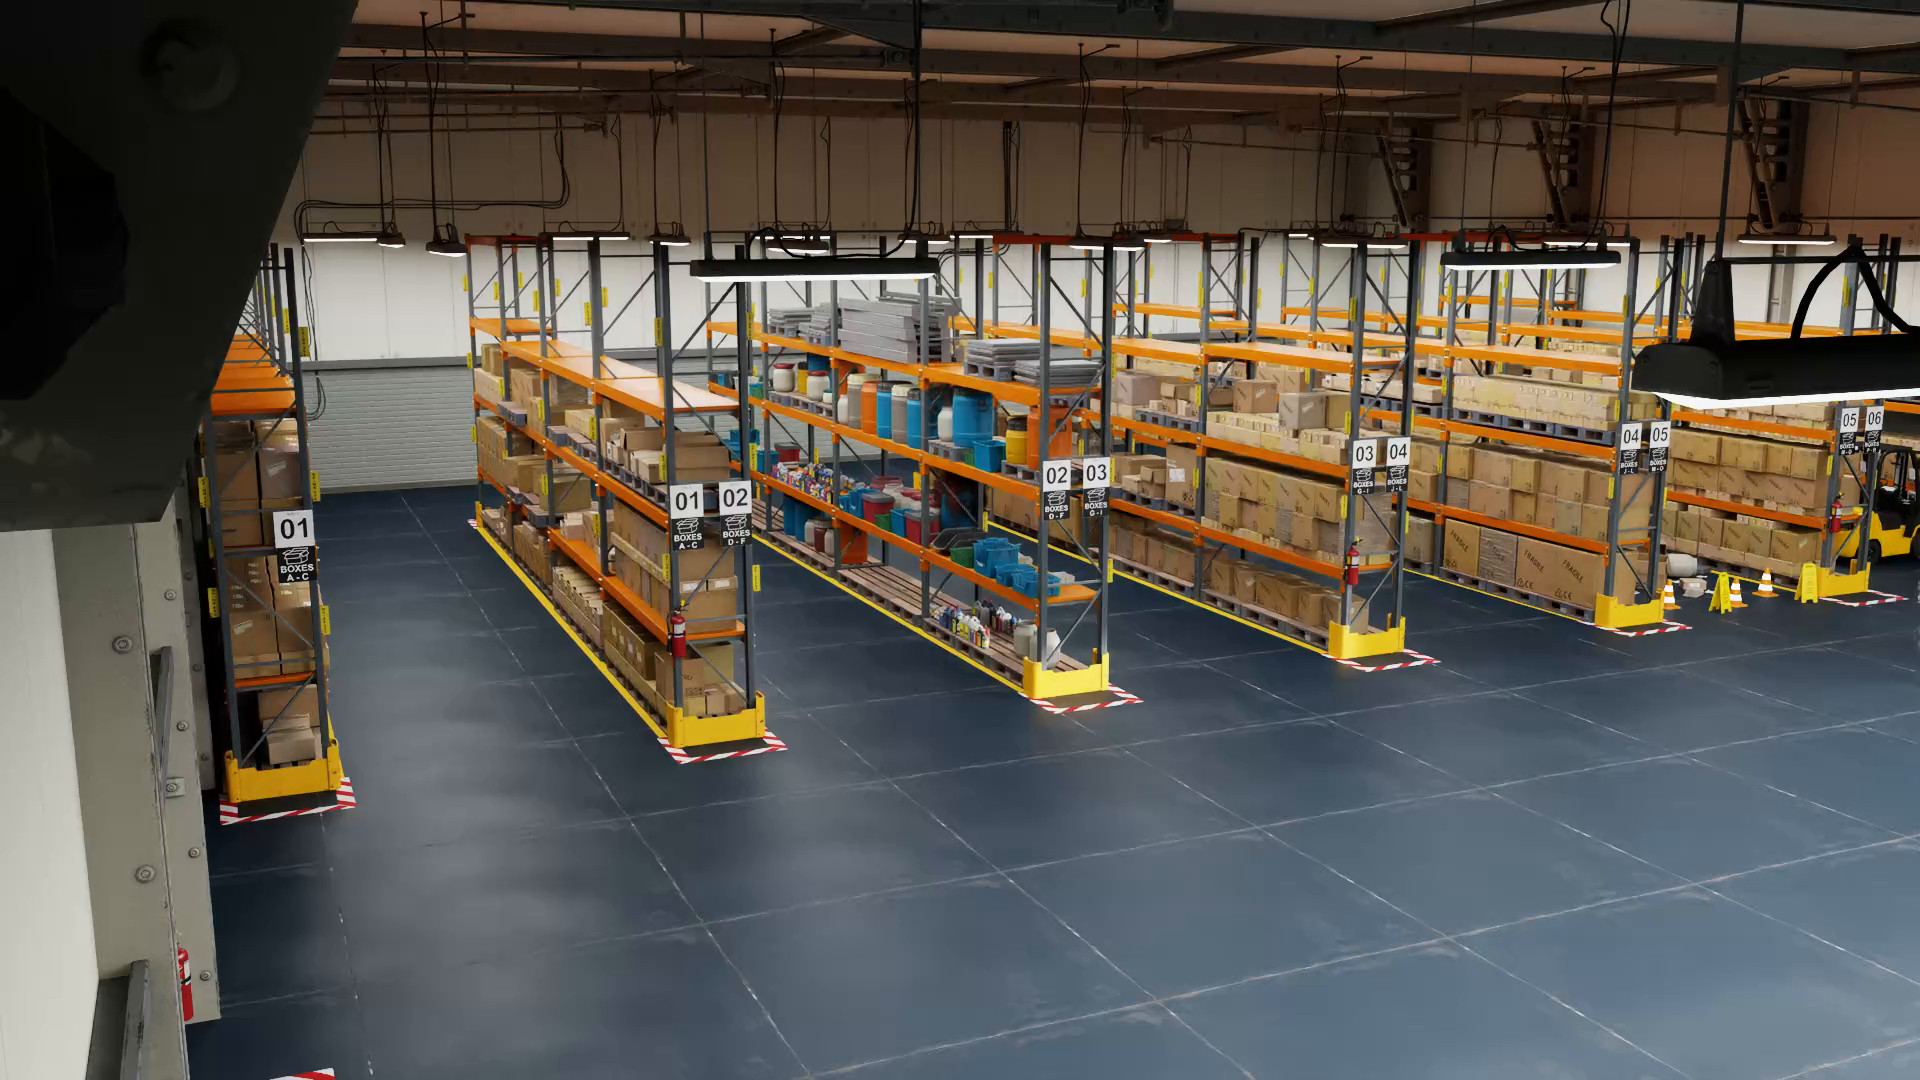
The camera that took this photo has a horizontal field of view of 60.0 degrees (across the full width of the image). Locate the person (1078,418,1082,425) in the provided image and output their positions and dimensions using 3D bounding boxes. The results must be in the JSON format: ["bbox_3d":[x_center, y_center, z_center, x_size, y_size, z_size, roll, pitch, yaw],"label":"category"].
[{"bbox_3d":[2.849,-2.065,39.350,0.740,1.687,0.592,-4,12,-19],"label":"person"}]
